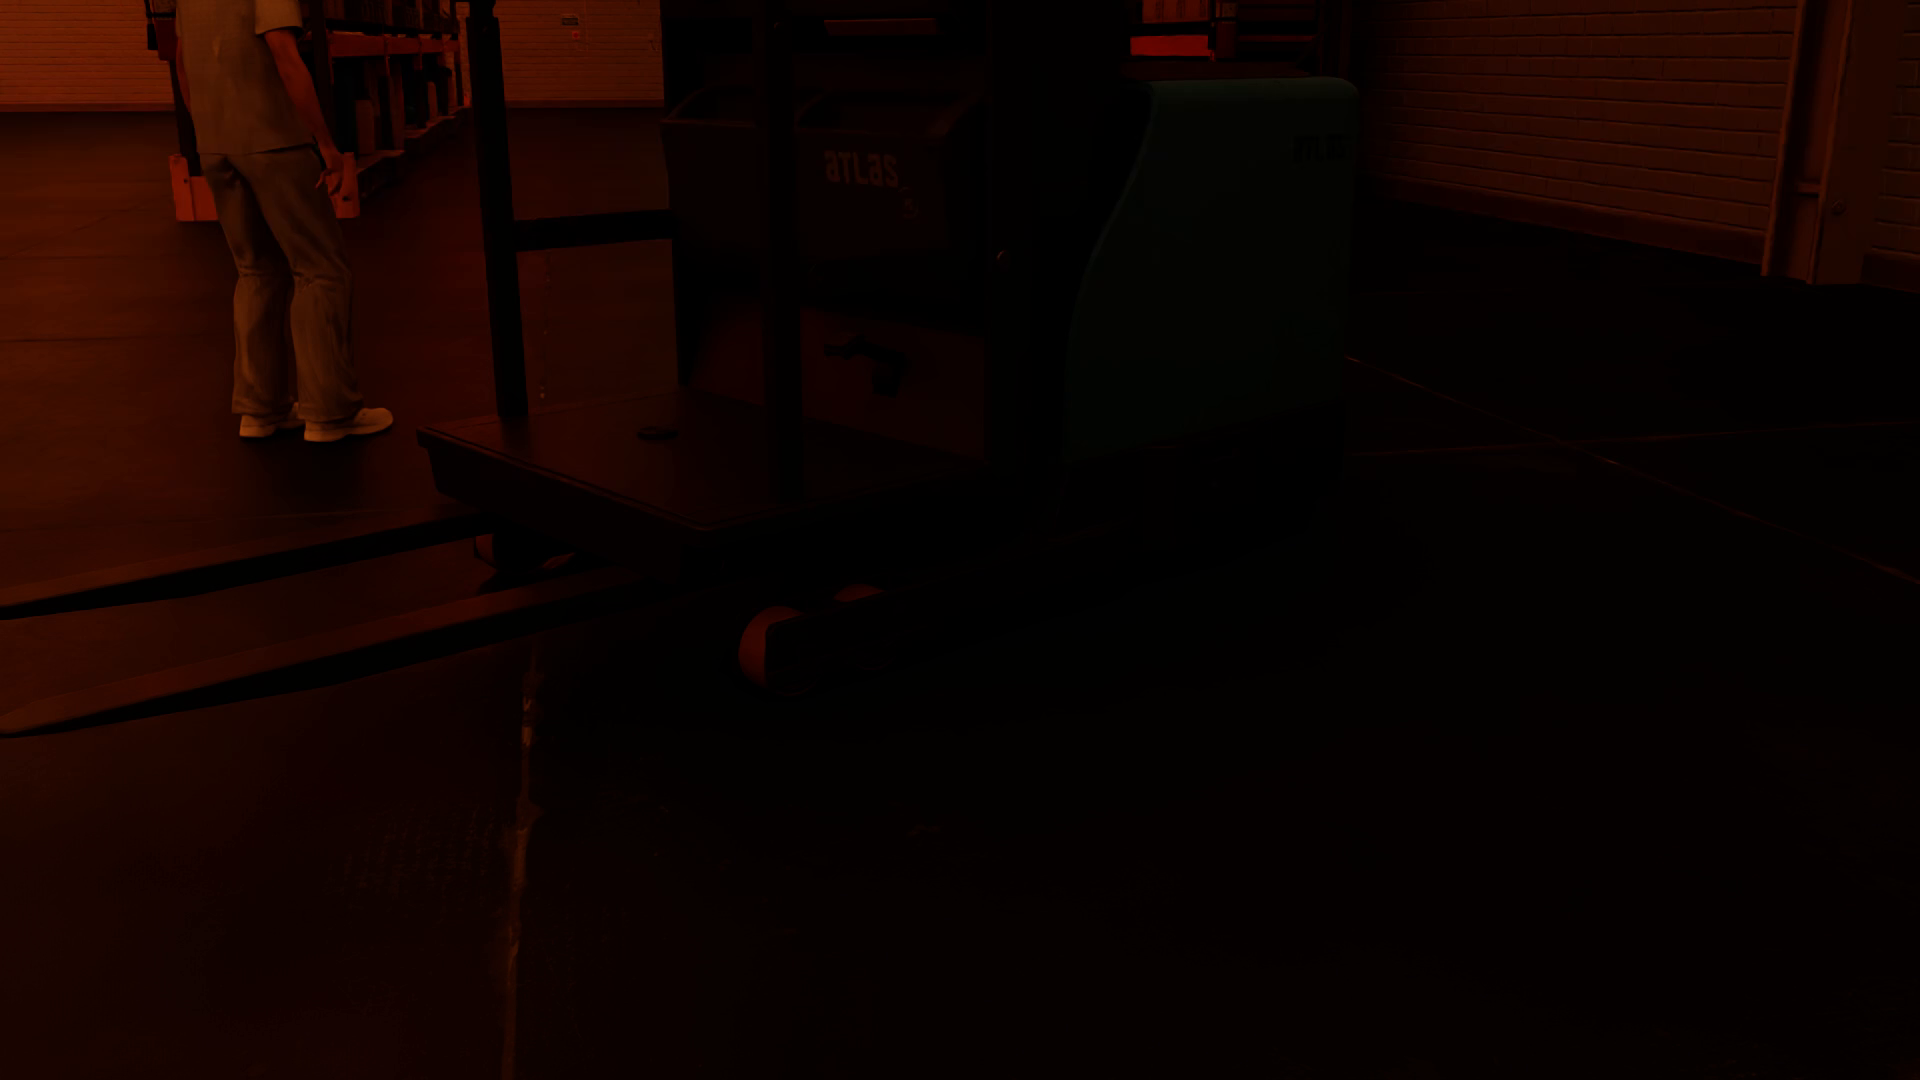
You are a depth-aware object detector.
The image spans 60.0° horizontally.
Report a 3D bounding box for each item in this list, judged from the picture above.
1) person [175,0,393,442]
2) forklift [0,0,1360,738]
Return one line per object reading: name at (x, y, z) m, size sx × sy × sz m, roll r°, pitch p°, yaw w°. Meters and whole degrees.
person at (-2.022, -1.131, 4.894) m, size 0.540 × 1.670 × 0.387 m, roll 8°, pitch 19°, yaw 26°
forklift at (-0.457, -1.283, 3.188) m, size 3.031 × 2.935 × 1.130 m, roll -15°, pitch 22°, yaw -41°
